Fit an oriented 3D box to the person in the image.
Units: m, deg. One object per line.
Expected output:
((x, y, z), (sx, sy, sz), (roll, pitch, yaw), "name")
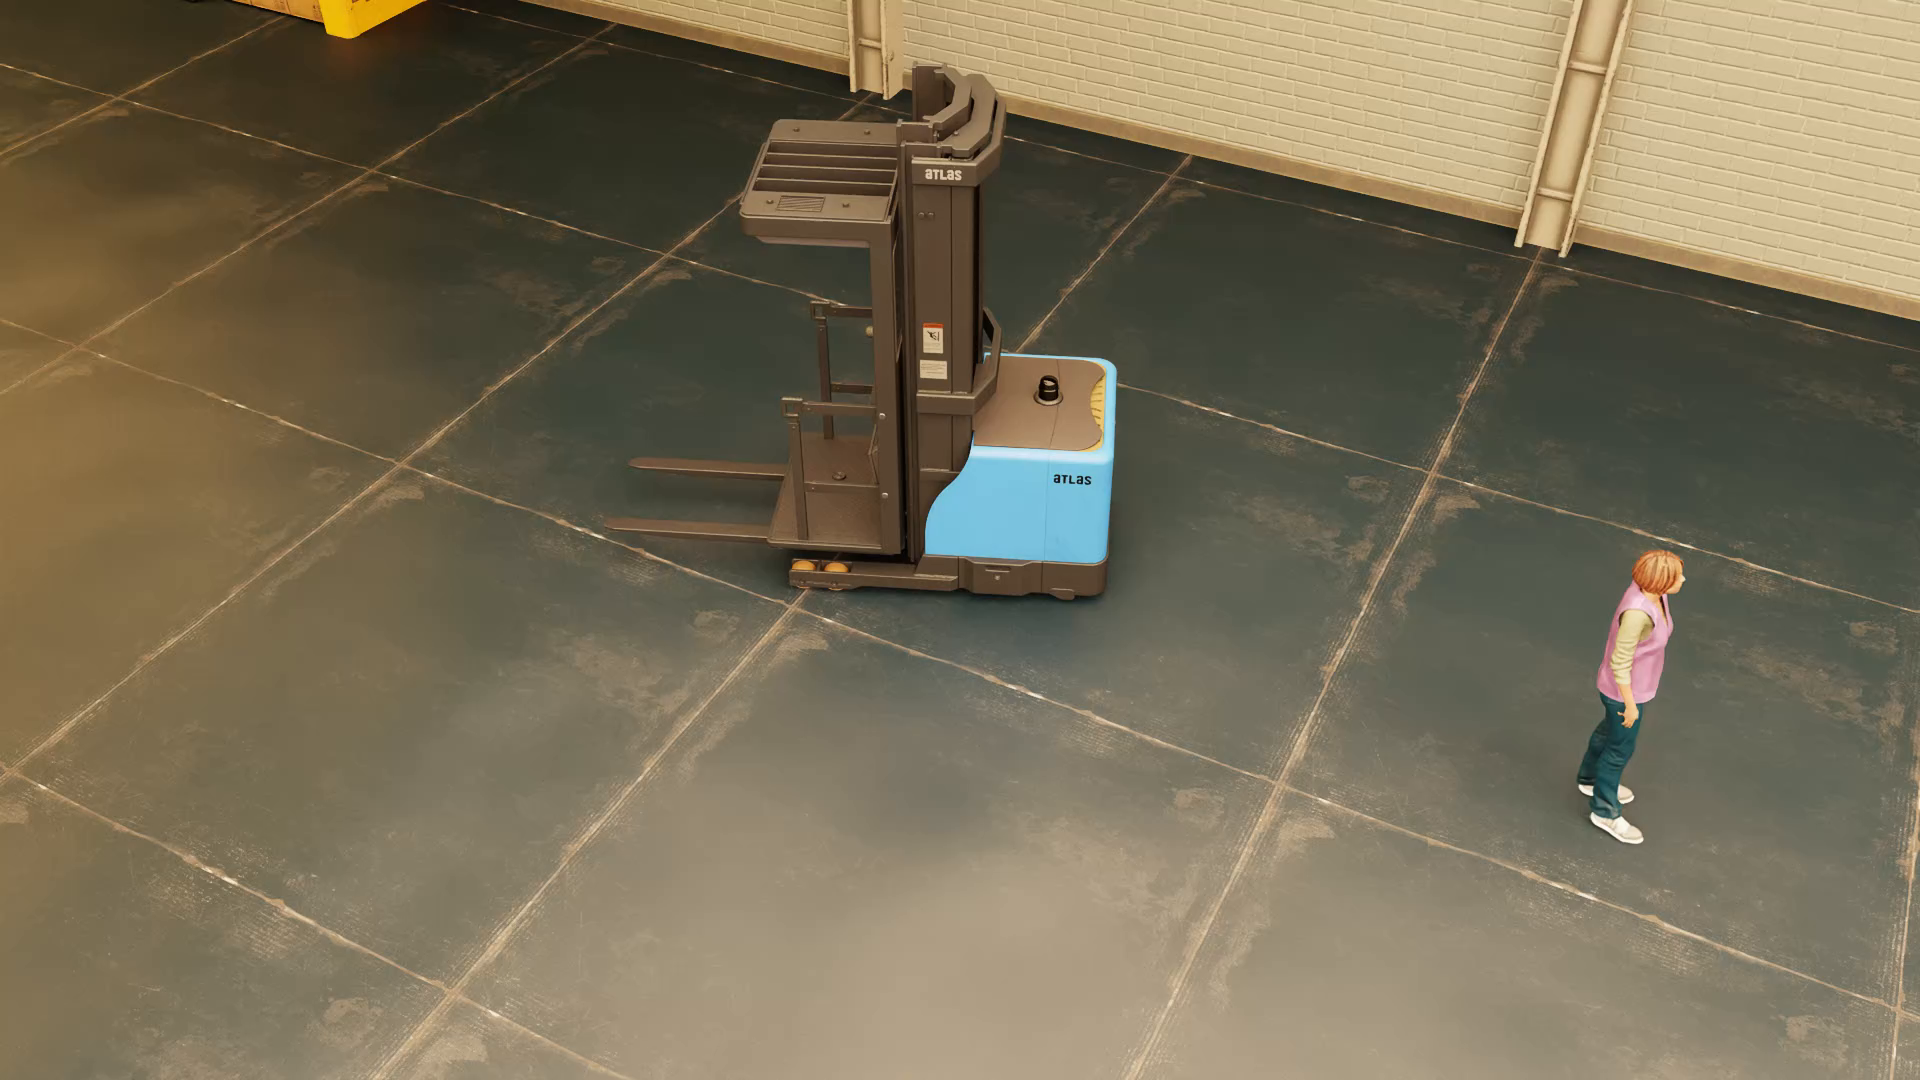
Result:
((3.347, 0.732, 8.142), (0.475, 1.597, 0.520), (19, 44, 21), "person")

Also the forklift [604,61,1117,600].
((-0.606, -1.157, 9.360), (3.031, 2.935, 1.130), (3, 40, 4), "forklift")
